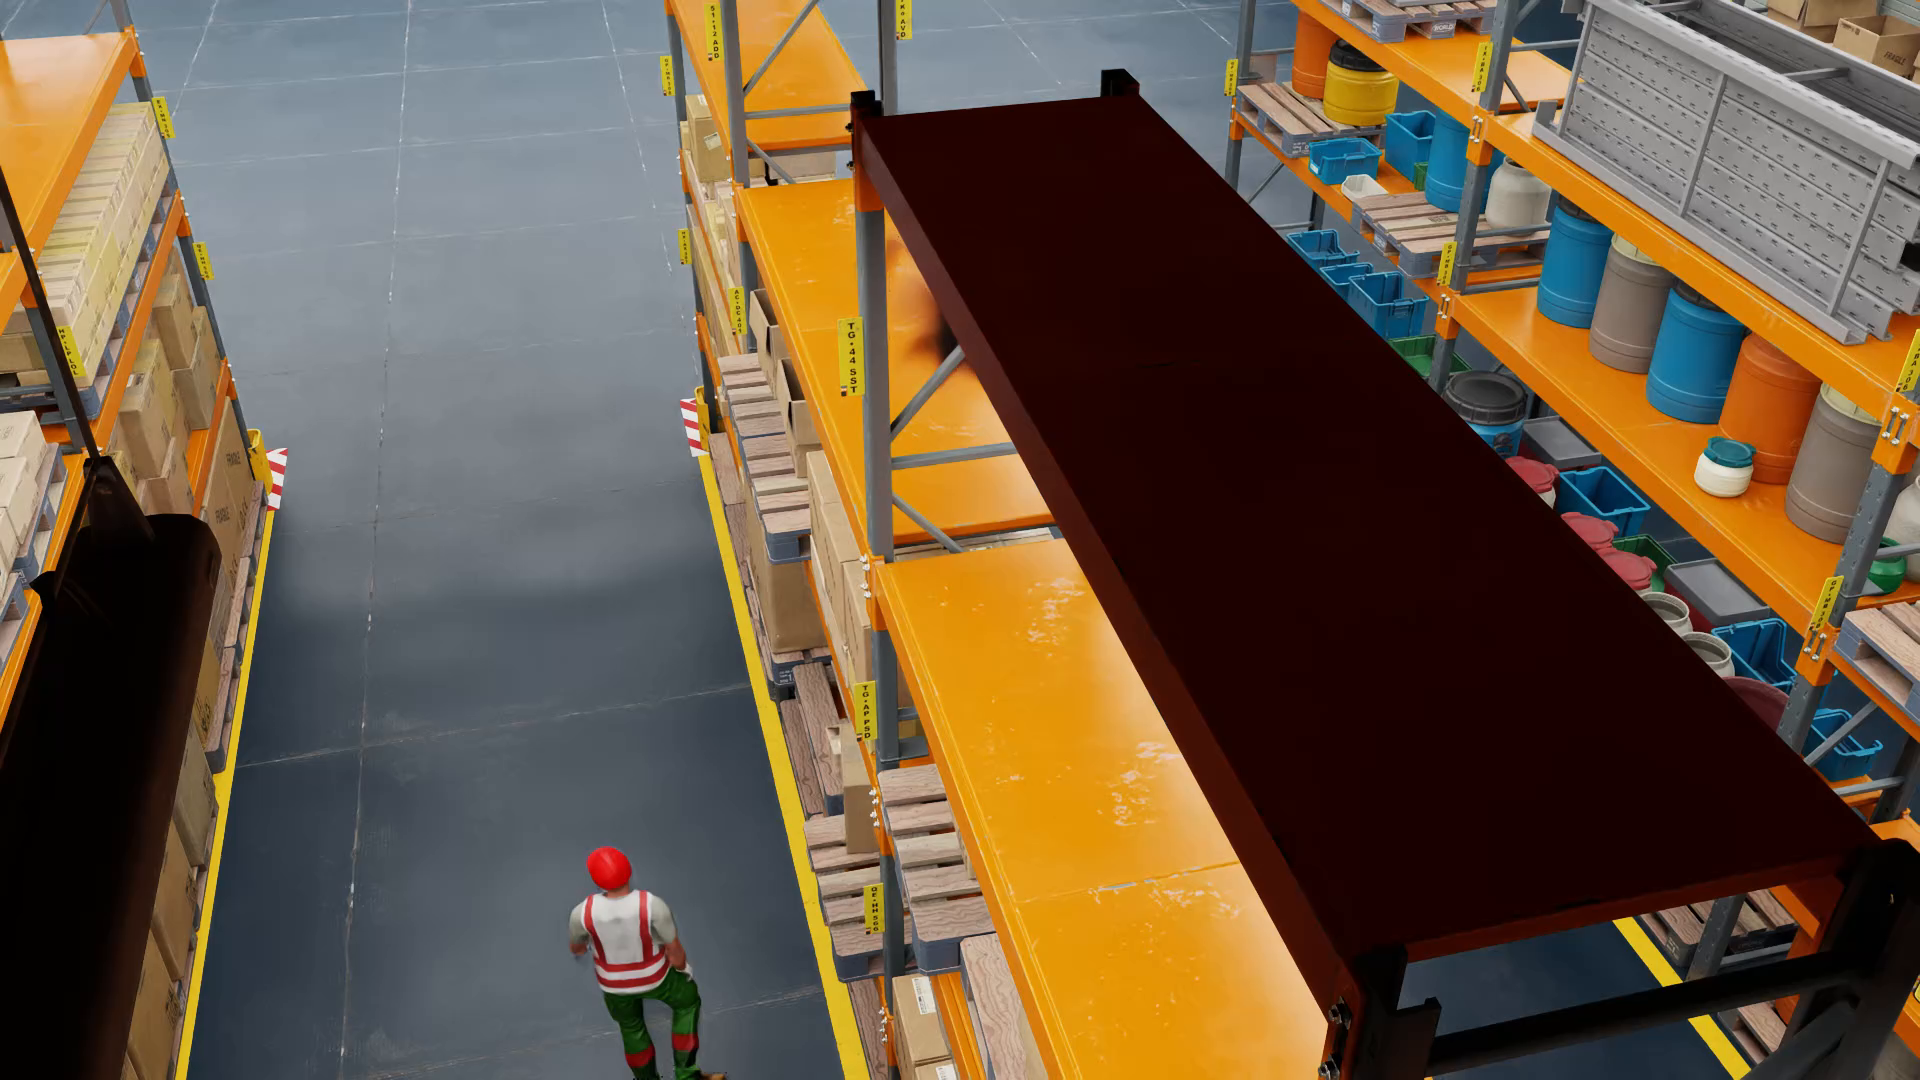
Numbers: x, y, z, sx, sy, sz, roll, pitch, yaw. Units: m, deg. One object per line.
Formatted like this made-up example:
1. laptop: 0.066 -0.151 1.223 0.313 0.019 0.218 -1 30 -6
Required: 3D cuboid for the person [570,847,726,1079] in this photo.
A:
1. person: -1.721 2.377 9.066 0.767 1.752 0.450 -3 35 -4
